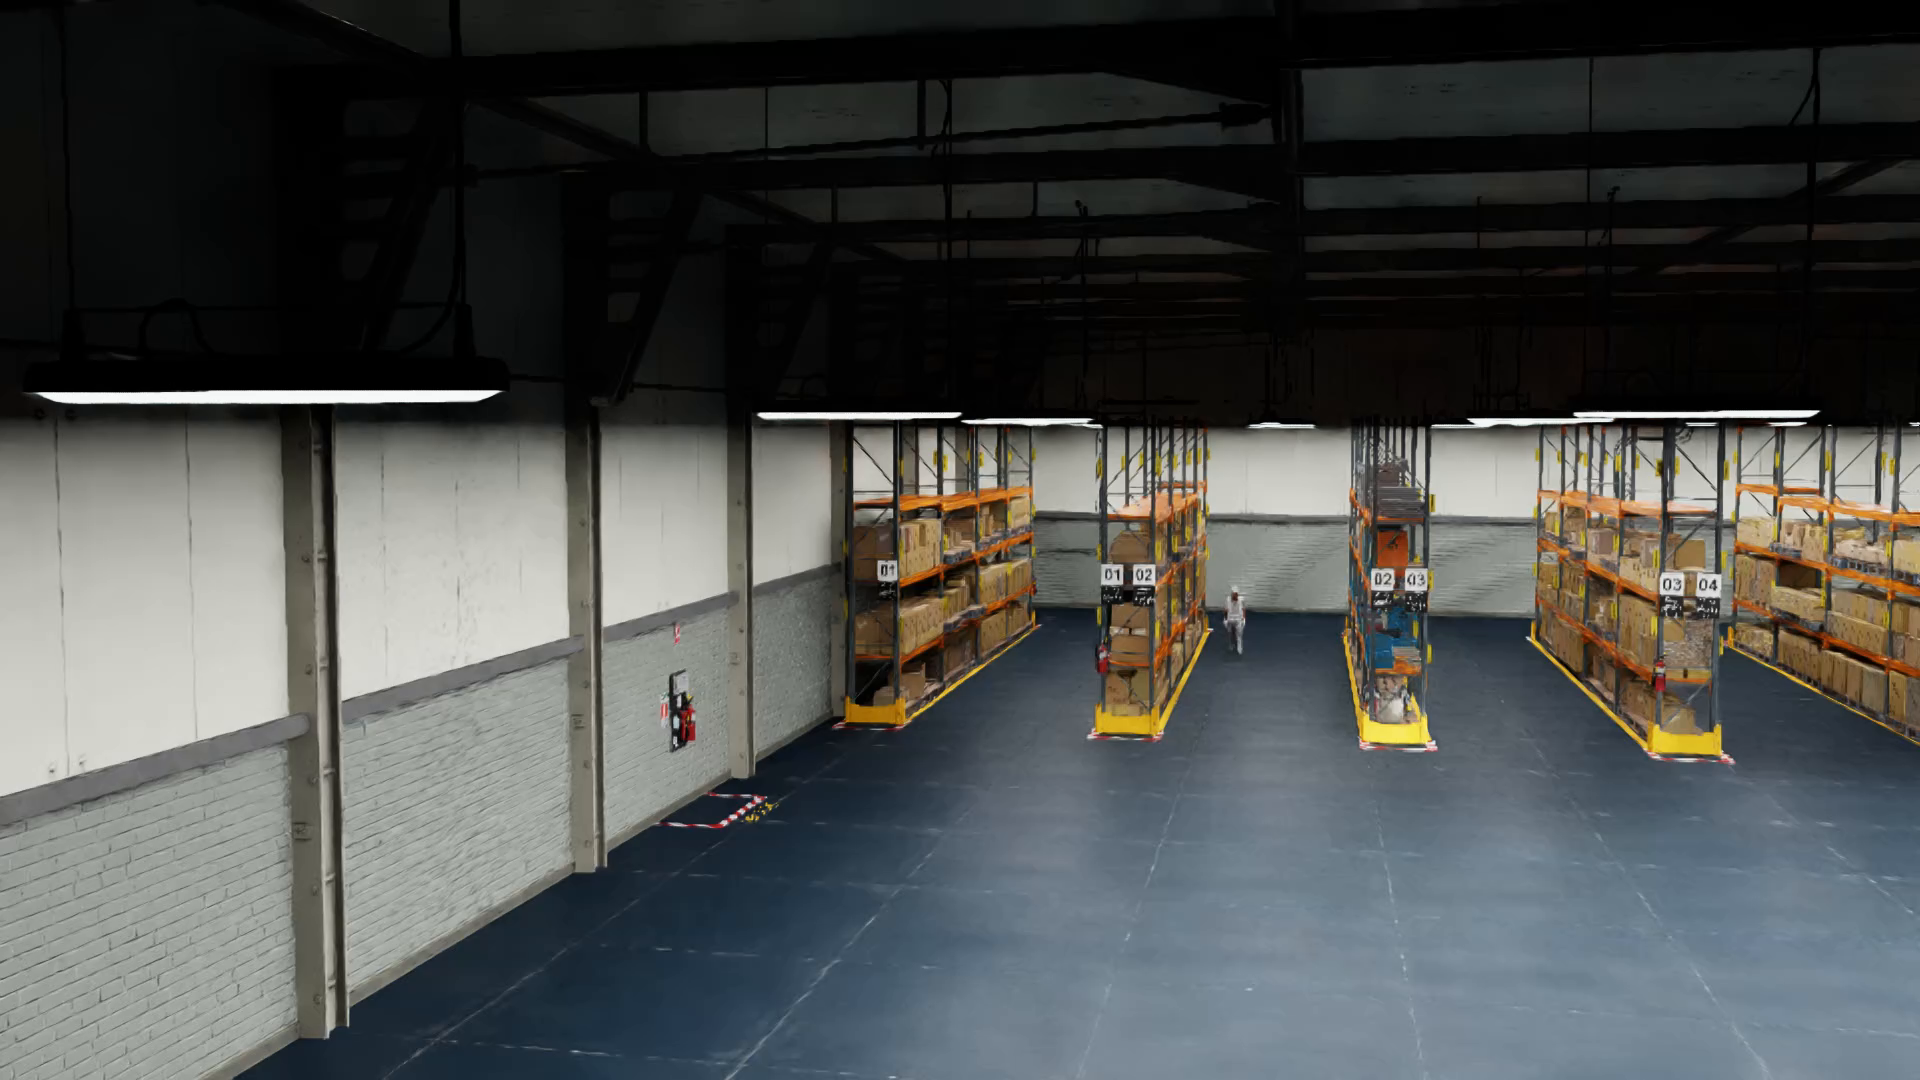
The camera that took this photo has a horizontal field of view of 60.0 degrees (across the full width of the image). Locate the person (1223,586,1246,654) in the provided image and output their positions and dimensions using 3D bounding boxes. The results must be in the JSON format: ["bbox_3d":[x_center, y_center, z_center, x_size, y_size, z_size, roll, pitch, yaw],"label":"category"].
[{"bbox_3d":[7.009,2.019,42.471,0.571,1.694,1.112,1,4,11],"label":"person"}]

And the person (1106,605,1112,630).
[{"bbox_3d":[4.231,1.741,46.761,0.553,1.709,1.123,1,4,14],"label":"person"}]
